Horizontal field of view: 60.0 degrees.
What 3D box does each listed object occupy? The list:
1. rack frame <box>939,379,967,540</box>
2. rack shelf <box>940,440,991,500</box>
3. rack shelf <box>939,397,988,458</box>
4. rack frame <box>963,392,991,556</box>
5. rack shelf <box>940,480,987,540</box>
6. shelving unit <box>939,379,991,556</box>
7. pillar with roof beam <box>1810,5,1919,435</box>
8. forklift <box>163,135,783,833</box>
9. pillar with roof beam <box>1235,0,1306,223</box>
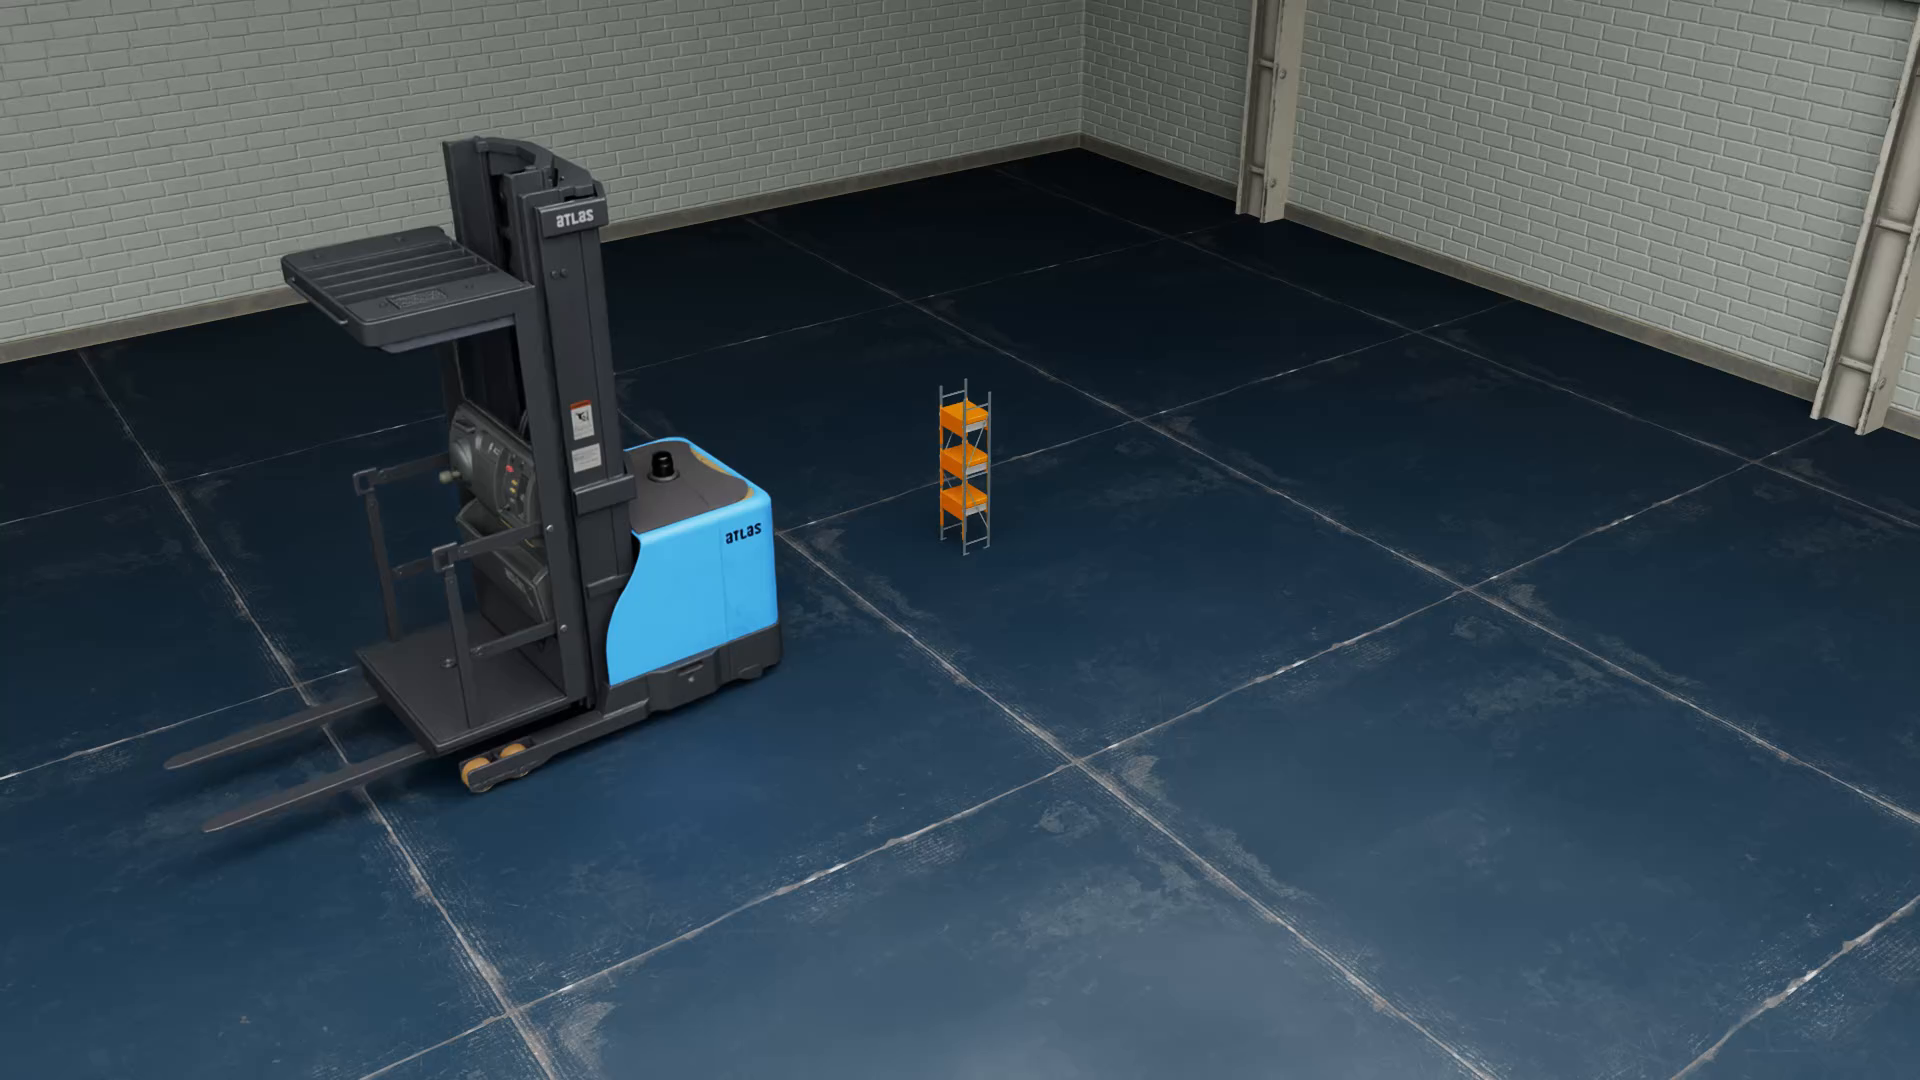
[{"bbox_3d":[-0.040,-0.488,10.275,0.200,1.050,0.008,-19,34,-31],"label":"rack frame"},{"bbox_3d":[0.031,-0.431,10.193,0.215,0.259,0.240,-19,34,-31],"label":"rack shelf"},{"bbox_3d":[0.031,-0.681,10.057,0.215,0.259,0.240,-19,34,-31],"label":"rack shelf"},{"bbox_3d":[0.102,-0.393,10.100,0.200,1.050,0.008,-19,34,-31],"label":"rack frame"},{"bbox_3d":[0.031,-0.187,10.325,0.215,0.259,0.240,-19,34,-31],"label":"rack shelf"},{"bbox_3d":[0.031,-0.441,10.188,0.215,1.050,0.252,-19,34,-31],"label":"shelving unit"},{"bbox_3d":[2.928,-3.625,7.723,9.100,9.000,0.400,-19,34,-31],"label":"pillar with roof beam"},{"bbox_3d":[-2.447,-0.331,8.015,3.031,2.935,1.130,-20,35,-33],"label":"forklift"},{"bbox_3d":[-0.552,-5.958,12.018,9.100,9.000,0.400,-19,34,-31],"label":"pillar with roof beam"}]
